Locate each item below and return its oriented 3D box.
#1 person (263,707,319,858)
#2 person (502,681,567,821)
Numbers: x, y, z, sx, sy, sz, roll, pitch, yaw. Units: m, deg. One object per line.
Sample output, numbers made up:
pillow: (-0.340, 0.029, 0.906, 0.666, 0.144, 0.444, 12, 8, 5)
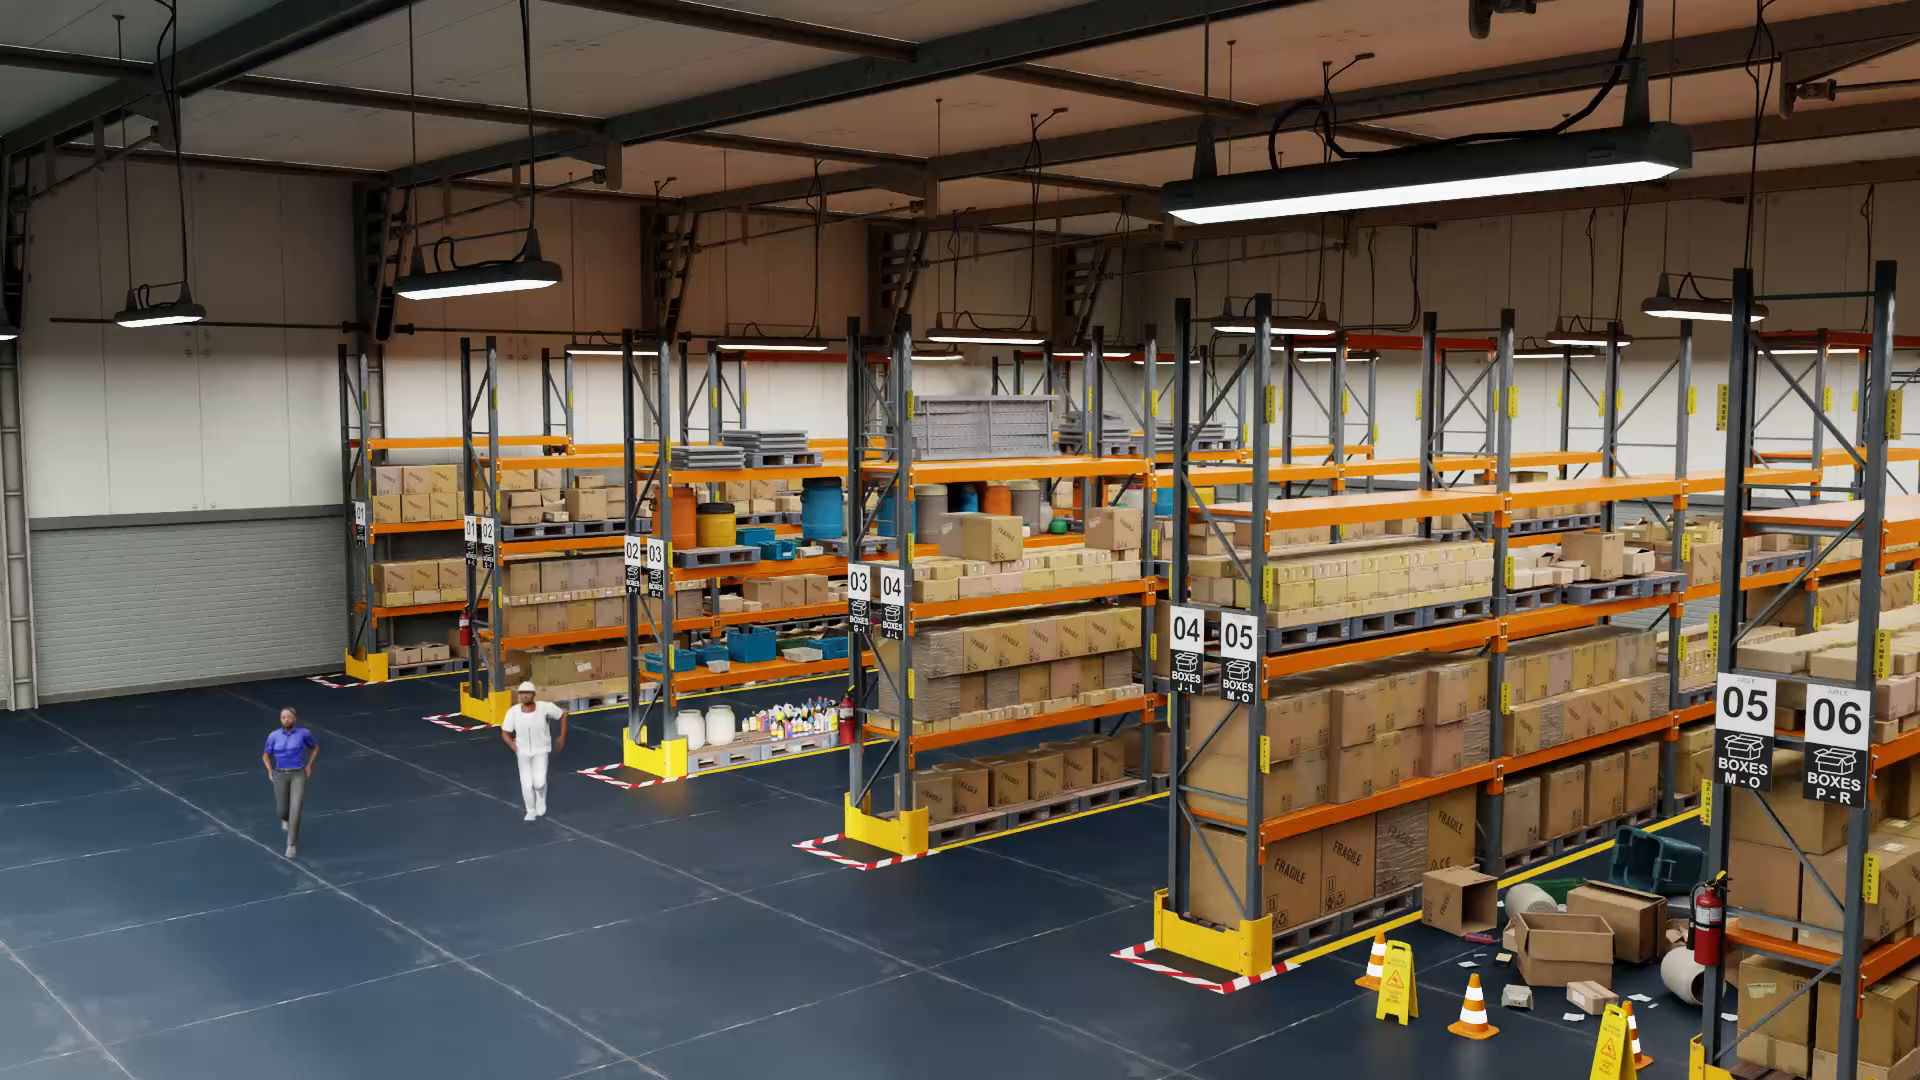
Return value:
person: (-7.545, 2.737, 18.769, 0.588, 1.551, 0.768, -2, 5, -18)
person: (-5.069, 2.530, 19.768, 0.728, 1.717, 0.745, 0, 5, -4)
